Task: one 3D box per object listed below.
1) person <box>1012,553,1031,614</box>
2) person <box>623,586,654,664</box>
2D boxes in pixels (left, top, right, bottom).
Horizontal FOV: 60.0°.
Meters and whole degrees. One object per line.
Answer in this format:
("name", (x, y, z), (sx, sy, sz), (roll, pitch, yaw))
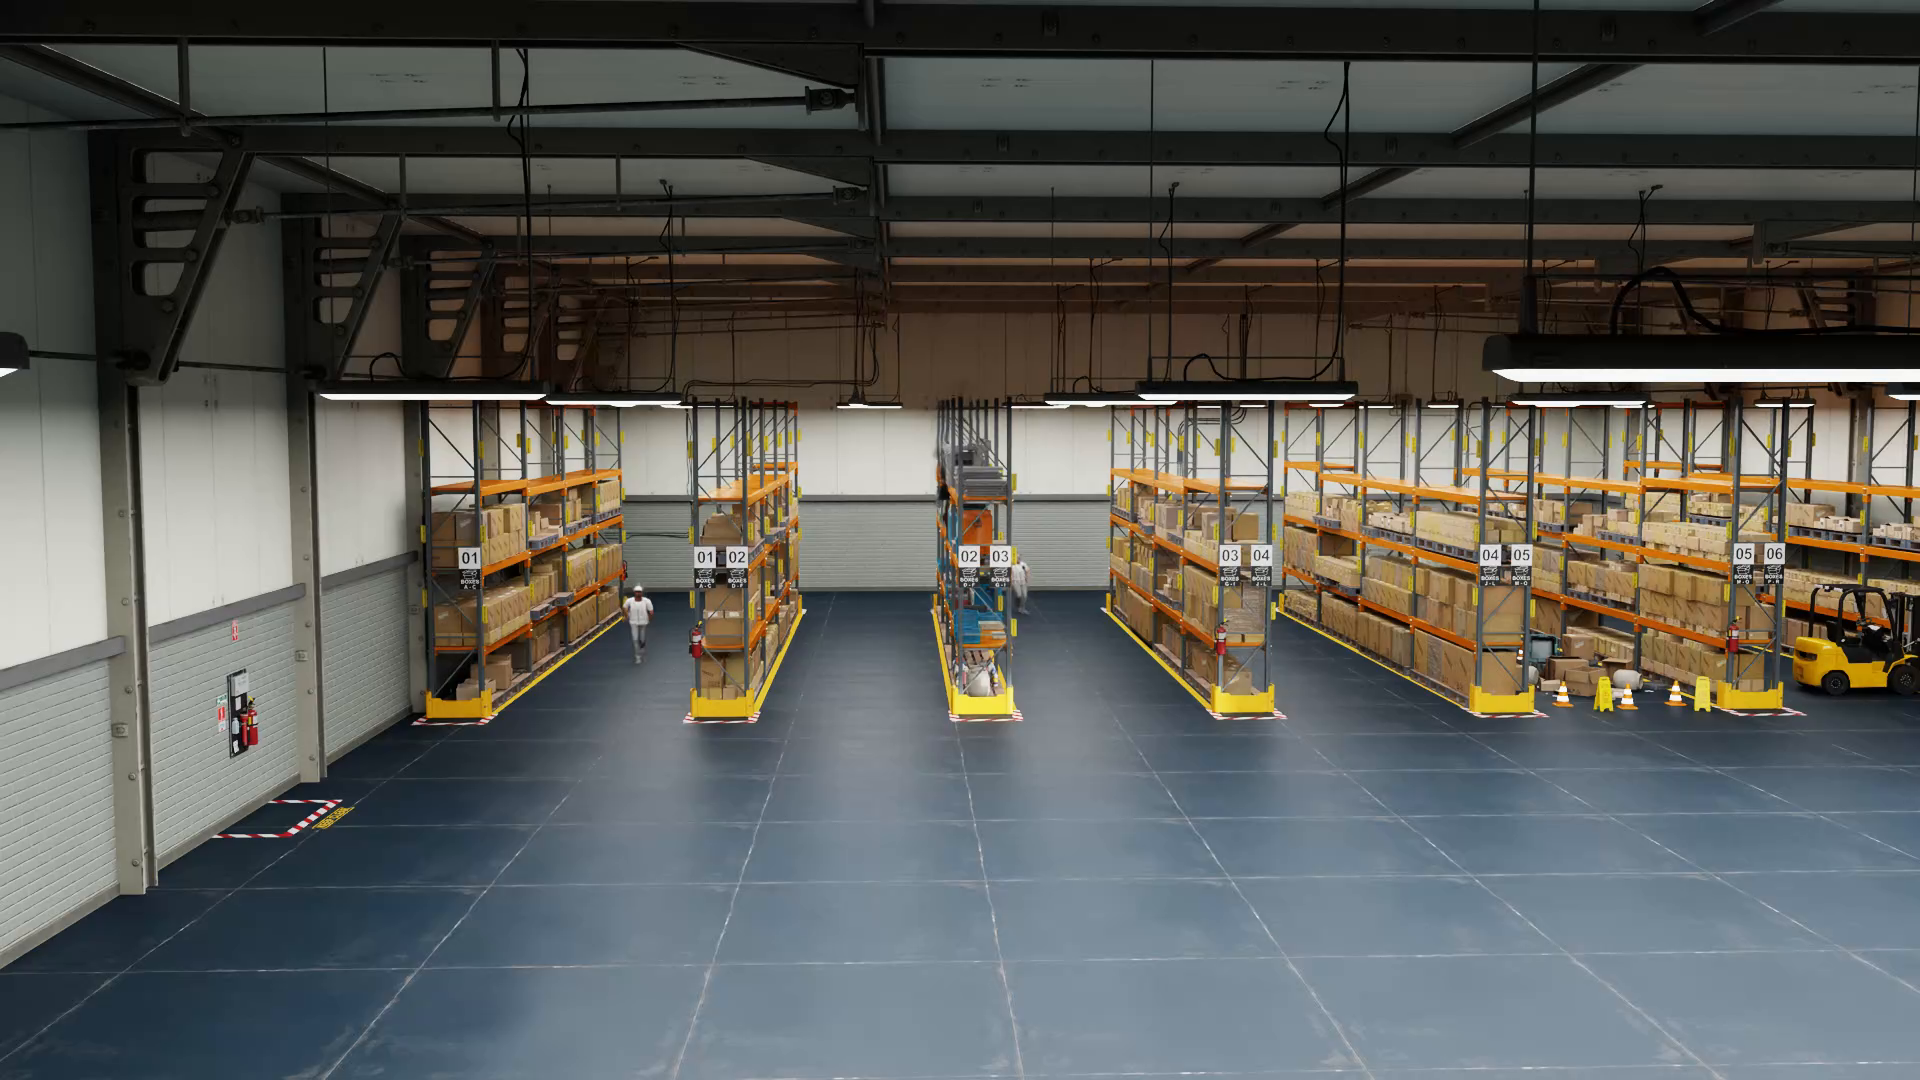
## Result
("person", (1.648, 1.234, 46.928), (0.798, 1.761, 0.632), (-2, 5, -19))
("person", (-7.360, 1.923, 38.061), (0.700, 1.758, 0.872), (-1, 5, -12))
